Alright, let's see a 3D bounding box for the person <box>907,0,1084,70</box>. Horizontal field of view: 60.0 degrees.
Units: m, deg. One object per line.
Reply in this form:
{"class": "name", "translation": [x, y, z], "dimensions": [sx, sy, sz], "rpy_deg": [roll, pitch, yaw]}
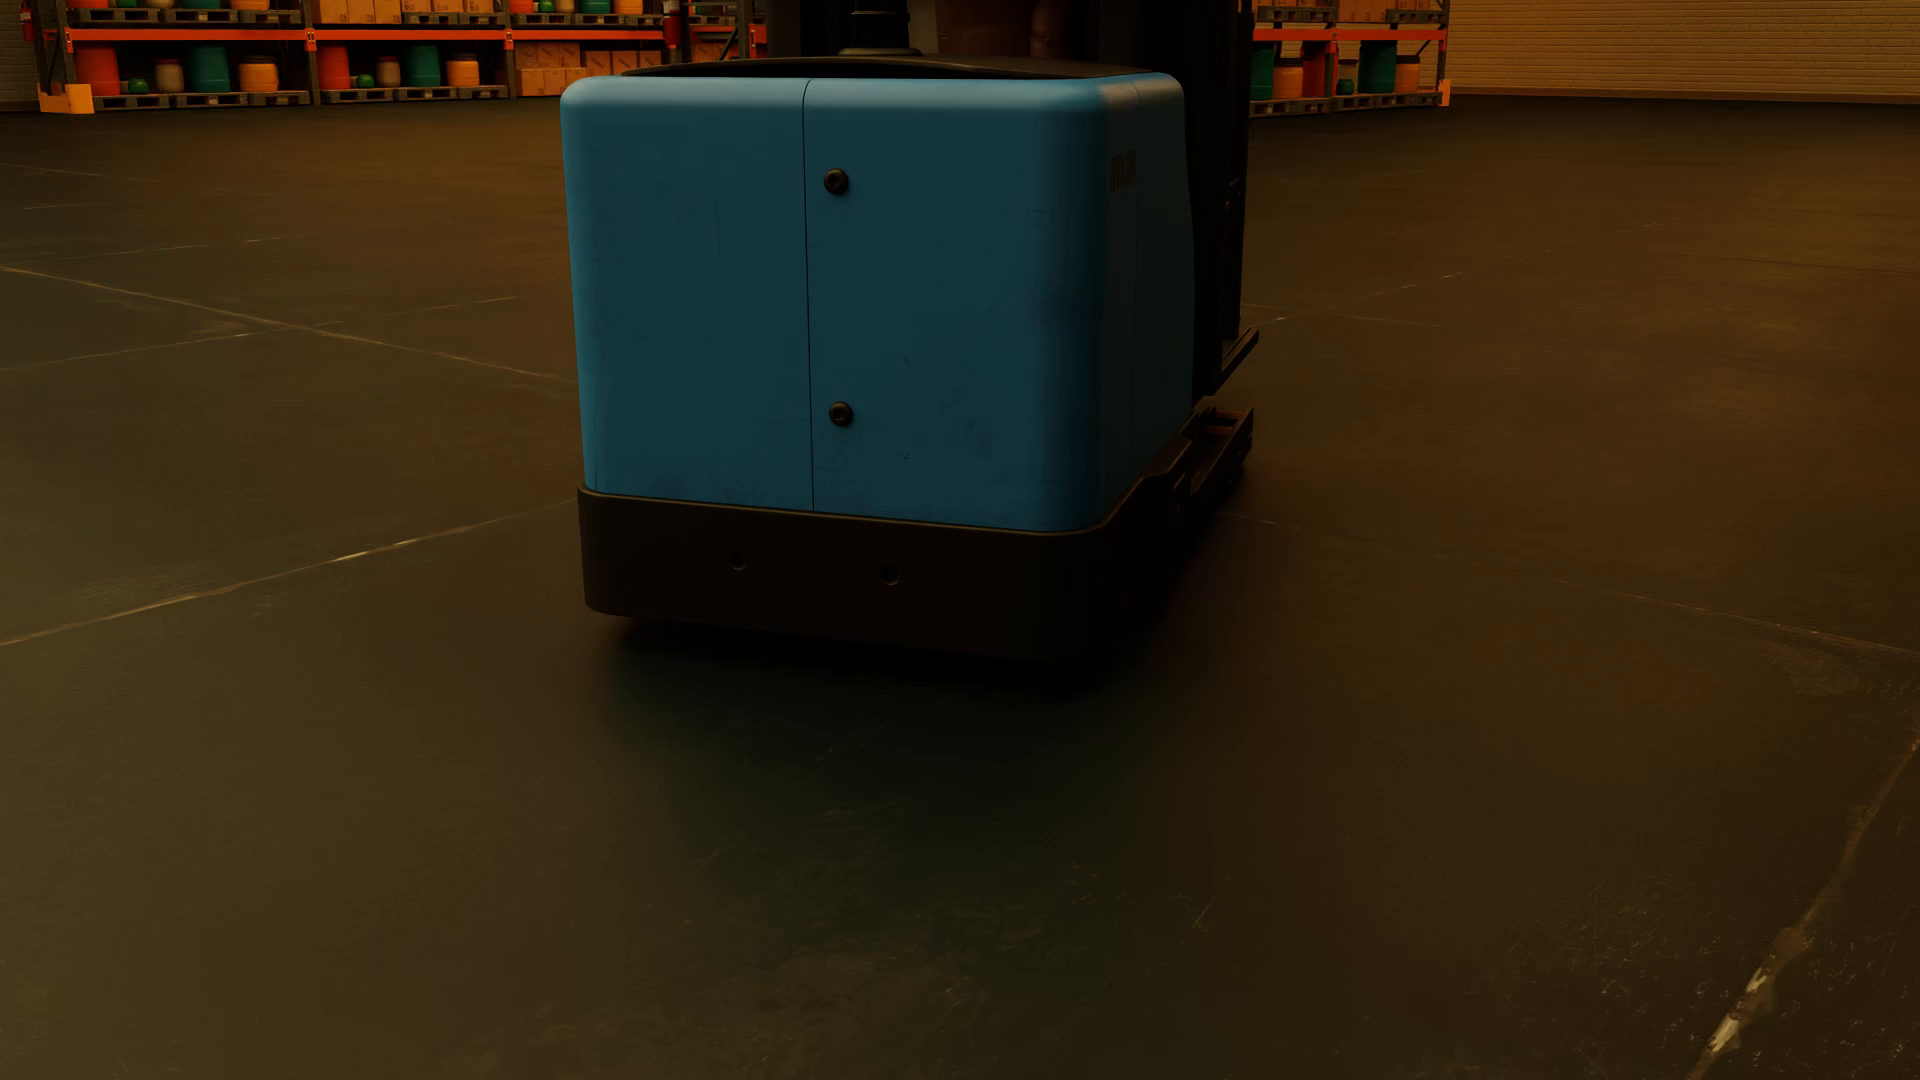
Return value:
{"class": "person", "translation": [0.013, -1.041, 3.627], "dimensions": [0.547, 1.711, 0.324], "rpy_deg": [13, 21, 37]}

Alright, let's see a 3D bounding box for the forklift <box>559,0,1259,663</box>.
{"class": "forklift", "translation": [0.182, -1.571, 4.072], "dimensions": [1.130, 2.935, 3.031], "rpy_deg": [5, 18, 17]}
